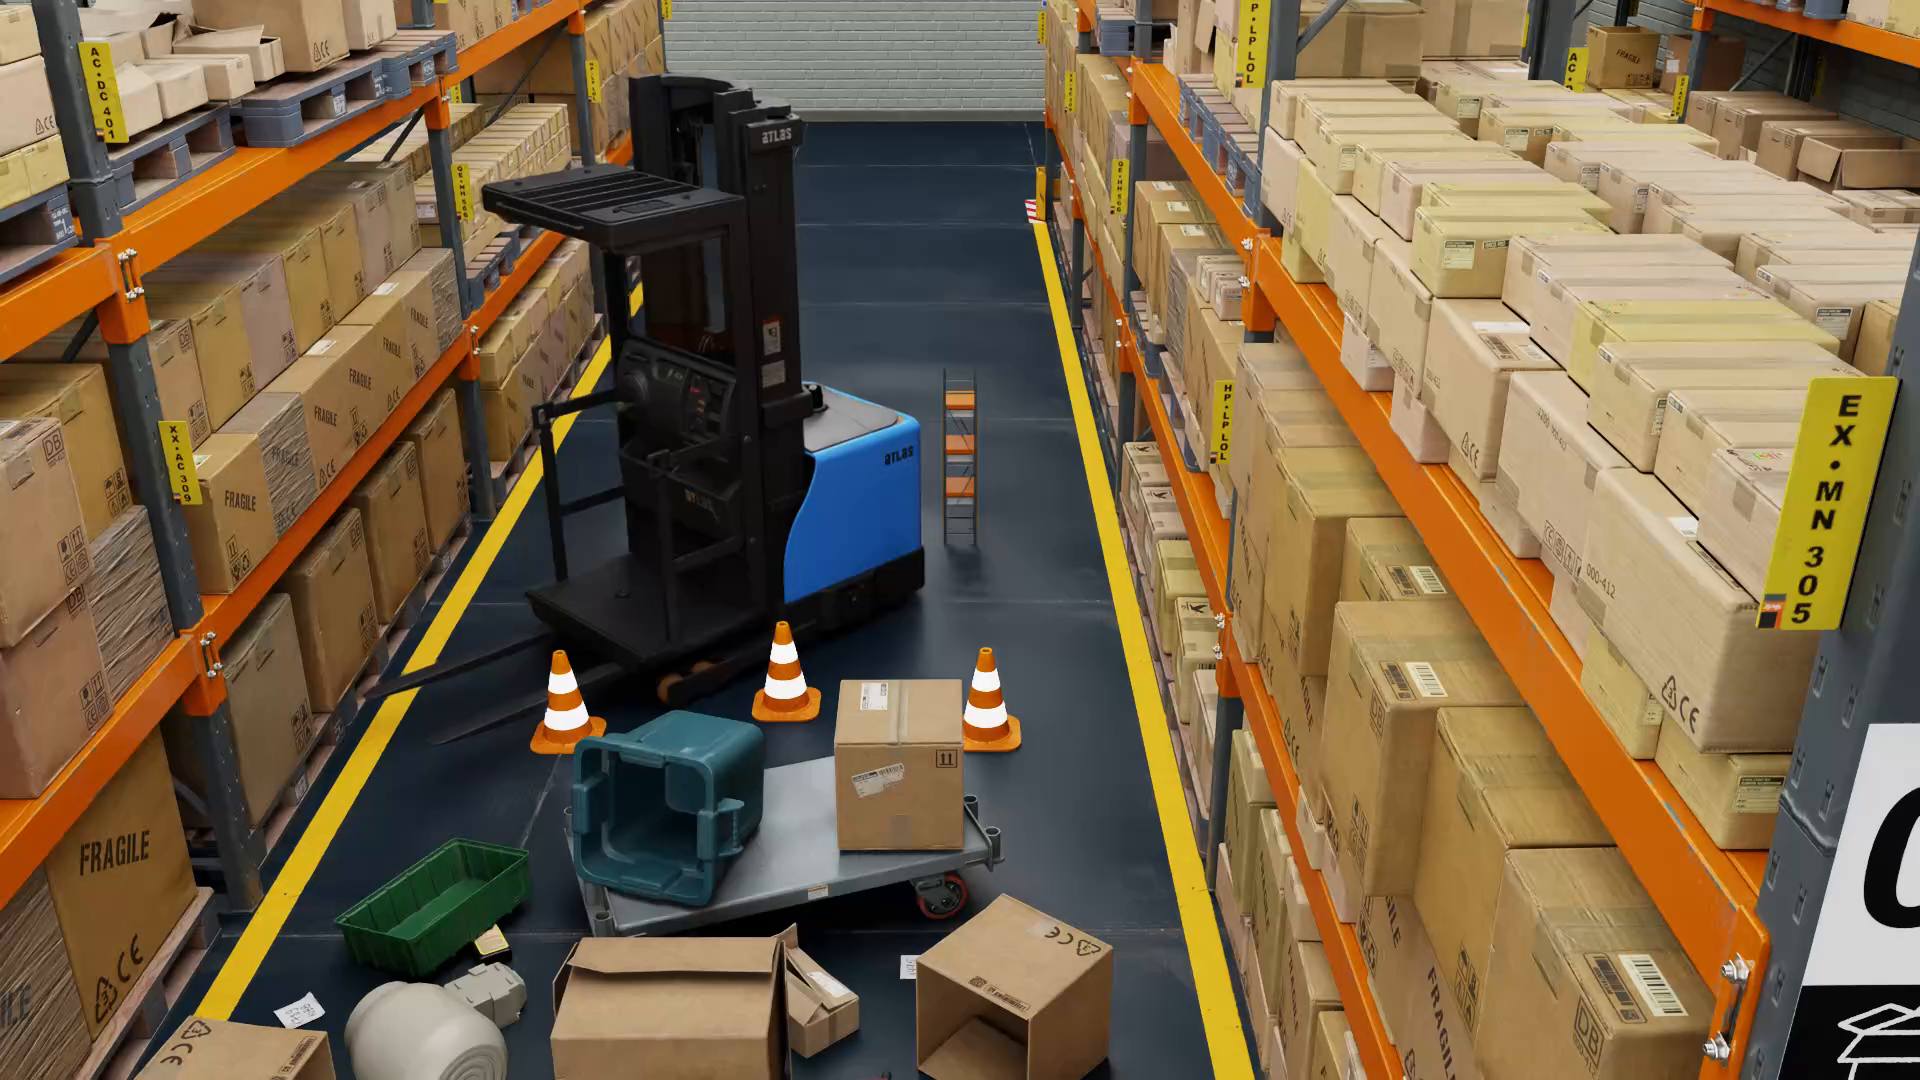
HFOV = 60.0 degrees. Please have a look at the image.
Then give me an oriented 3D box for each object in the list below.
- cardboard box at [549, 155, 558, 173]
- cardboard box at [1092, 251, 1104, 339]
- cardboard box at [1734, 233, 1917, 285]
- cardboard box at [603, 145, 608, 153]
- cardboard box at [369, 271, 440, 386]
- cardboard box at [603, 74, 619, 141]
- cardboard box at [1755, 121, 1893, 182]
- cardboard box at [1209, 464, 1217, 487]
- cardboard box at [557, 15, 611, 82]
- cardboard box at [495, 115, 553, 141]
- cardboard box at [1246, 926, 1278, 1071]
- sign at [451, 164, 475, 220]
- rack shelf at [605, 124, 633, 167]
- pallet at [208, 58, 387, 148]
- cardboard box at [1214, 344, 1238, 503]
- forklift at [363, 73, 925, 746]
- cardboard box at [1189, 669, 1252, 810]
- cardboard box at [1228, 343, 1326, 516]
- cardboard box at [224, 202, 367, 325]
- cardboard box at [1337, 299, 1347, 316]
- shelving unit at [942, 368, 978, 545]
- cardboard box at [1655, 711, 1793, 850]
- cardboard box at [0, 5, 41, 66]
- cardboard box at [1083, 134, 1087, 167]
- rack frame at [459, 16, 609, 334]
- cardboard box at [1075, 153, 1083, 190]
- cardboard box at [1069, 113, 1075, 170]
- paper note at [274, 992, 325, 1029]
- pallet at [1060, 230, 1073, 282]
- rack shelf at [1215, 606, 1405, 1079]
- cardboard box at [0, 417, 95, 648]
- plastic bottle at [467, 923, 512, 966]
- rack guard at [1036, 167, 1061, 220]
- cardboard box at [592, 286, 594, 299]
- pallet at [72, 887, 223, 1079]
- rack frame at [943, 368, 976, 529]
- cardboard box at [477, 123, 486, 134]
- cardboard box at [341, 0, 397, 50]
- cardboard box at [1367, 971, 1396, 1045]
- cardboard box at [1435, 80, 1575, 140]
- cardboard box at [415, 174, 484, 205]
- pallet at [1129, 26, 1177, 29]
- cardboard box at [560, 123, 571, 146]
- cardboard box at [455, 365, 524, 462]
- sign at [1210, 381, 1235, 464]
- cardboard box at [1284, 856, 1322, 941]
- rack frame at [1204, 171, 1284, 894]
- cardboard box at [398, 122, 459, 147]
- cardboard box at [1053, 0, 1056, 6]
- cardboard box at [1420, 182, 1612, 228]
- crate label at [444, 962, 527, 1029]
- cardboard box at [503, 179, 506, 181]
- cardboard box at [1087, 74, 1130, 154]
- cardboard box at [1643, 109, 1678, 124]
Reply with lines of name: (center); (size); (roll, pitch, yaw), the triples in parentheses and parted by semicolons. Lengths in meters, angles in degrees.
cardboard box: (-3.288, -2.848, 12.703); (0.380, 0.149, 0.250); (0, 24, -1)
cardboard box: (1.541, -2.176, 13.490); (0.875, 0.875, 0.875); (0, 24, 1)
cardboard box: (1.878, -0.546, 3.516); (0.380, 0.149, 0.250); (0, 24, 1)
cardboard box: (-3.300, -3.475, 14.599); (0.380, 0.149, 0.250); (-1, 24, -3)
cardboard box: (-3.173, -1.151, 9.034); (0.500, 0.500, 0.500); (0, 24, -1)
cardboard box: (-3.260, -3.734, 14.384); (0.500, 0.500, 0.500); (0, 24, -1)
cardboard box: (6.213, -2.731, 12.018); (0.700, 0.500, 0.500); (0, 24, -1)
cardboard box: (1.275, -0.308, 7.086); (0.380, 0.149, 0.250); (-1, 24, -2)
cardboard box: (-3.277, -4.181, 14.159); (0.500, 0.500, 0.500); (-1, 24, -2)
cardboard box: (-3.290, -3.110, 12.560); (0.380, 0.149, 0.250); (-1, 24, -2)
cardboard box: (1.295, 1.614, 5.867); (0.500, 0.250, 0.500); (1, 24, 2)
sign: (-2.896, -2.027, 9.687); (0.100, 0.325, 0.005); (0, 24, -1)
rack shelf: (-3.516, -3.640, 15.532); (1.077, 0.370, 4.000); (0, 24, -1)
pallet: (-3.375, -2.050, 7.733); (1.003, 0.211, 1.213); (1, 24, 2)
cardboard box: (1.307, -0.473, 6.664); (0.500, 0.500, 0.500); (-1, 24, -2)
forklift: (-1.595, -0.730, 8.307); (1.130, 2.935, 3.031); (22, 32, 40)
cardboard box: (1.533, 0.879, 7.347); (0.950, 0.372, 0.625); (0, 24, 0)
cardboard box: (1.330, -0.366, 5.723); (0.700, 0.500, 0.500); (-1, 24, -1)
cardboard box: (-3.441, -1.392, 8.353); (0.700, 0.500, 0.500); (-1, 24, -1)
cardboard box: (1.323, -0.721, 4.869); (0.380, 0.149, 0.250); (0, 24, 1)
shelving unit: (-0.001, -0.500, 10.082); (0.215, 1.050, 0.252); (0, 24, -1)
cardboard box: (1.302, 0.339, 2.525); (0.380, 0.149, 0.250); (0, 24, 0)
cardboard box: (-3.084, -1.551, 5.105); (0.380, 0.149, 0.250); (0, 24, -1)
cardboard box: (1.211, -2.970, 12.752); (0.500, 0.250, 0.500); (0, 24, 0)
rack frame: (-3.494, -3.144, 13.561); (1.000, 3.000, 0.127); (0, 24, -1)
cardboard box: (1.195, -2.957, 13.330); (0.500, 0.250, 0.500); (-1, 24, -2)
cardboard box: (1.194, -3.443, 14.102); (0.500, 0.500, 0.500); (0, 24, 0)
paper note: (-2.494, 1.778, 6.281); (0.147, 0.020, 0.142); (-19, 31, -36)
pallet: (1.508, -2.755, 16.085); (1.003, 0.211, 1.213); (0, 24, -1)
rack shelf: (1.563, 1.241, 4.740); (1.077, 0.370, 4.000); (0, 24, -1)
cardboard box: (-3.315, -0.029, 5.183); (0.875, 0.550, 0.550); (0, 24, -1)
plastic bottle: (-1.895, 1.599, 6.641); (0.133, 0.061, 0.283); (-14, 28, -28)
rack guard: (1.410, -3.727, 17.884); (1.175, 0.500, 0.348); (0, 24, -1)
cardboard box: (-3.177, -2.188, 14.397); (0.380, 0.149, 0.250); (-1, 24, -3)
pallet: (-3.477, 1.737, 6.154); (1.003, 0.211, 1.213); (0, 24, -1)
rack frame: (-0.002, -0.551, 10.194); (0.200, 1.050, 0.008); (0, 24, -1)
cardboard box: (-3.950, -3.192, 13.102); (0.380, 0.149, 0.250); (0, 24, 0)
cardboard box: (-3.139, -2.629, 8.261); (0.500, 0.311, 0.500); (0, 24, -1)
cardboard box: (1.283, 1.172, 4.324); (0.380, 0.149, 0.250); (-1, 24, -1)
cardboard box: (1.763, -1.397, 5.397); (0.380, 0.149, 0.250); (0, 24, 1)
cardboard box: (-3.266, -2.247, 10.651); (0.380, 0.149, 0.250); (0, 24, -1)
pallet: (1.423, -3.566, 11.084); (1.003, 0.211, 1.213); (1, 24, 2)
cardboard box: (-3.293, -3.193, 13.105); (0.380, 0.149, 0.250); (0, 24, 1)
cardboard box: (-3.203, -0.841, 10.992); (0.500, 0.500, 0.500); (-1, 24, -3)
sign: (0.987, -0.435, 6.166); (0.100, 0.325, 0.005); (0, 24, -1)
cardboard box: (1.233, 1.132, 5.237); (0.380, 0.149, 0.250); (1, 24, 2)
rack frame: (1.542, 0.089, 6.414); (1.000, 3.000, 0.127); (0, 24, -1)
cardboard box: (-3.940, -3.004, 12.325); (0.380, 0.149, 0.250); (-1, 24, -1)
cardboard box: (1.100, -5.290, 16.184); (0.380, 0.149, 0.250); (0, 24, 1)
cardboard box: (1.318, -0.755, 3.977); (0.380, 0.149, 0.250); (0, 24, 0)
crate label: (-1.798, 1.725, 6.269); (0.298, 0.136, 0.250); (-19, 31, -36)
cardboard box: (-3.271, -2.336, 11.210); (0.380, 0.149, 0.250); (0, 24, 0)
cardboard box: (1.208, -3.110, 12.152); (0.500, 0.500, 0.500); (-1, 24, -2)
cardboard box: (6.168, -3.508, 14.186); (0.500, 0.250, 0.500); (0, 24, 1)
